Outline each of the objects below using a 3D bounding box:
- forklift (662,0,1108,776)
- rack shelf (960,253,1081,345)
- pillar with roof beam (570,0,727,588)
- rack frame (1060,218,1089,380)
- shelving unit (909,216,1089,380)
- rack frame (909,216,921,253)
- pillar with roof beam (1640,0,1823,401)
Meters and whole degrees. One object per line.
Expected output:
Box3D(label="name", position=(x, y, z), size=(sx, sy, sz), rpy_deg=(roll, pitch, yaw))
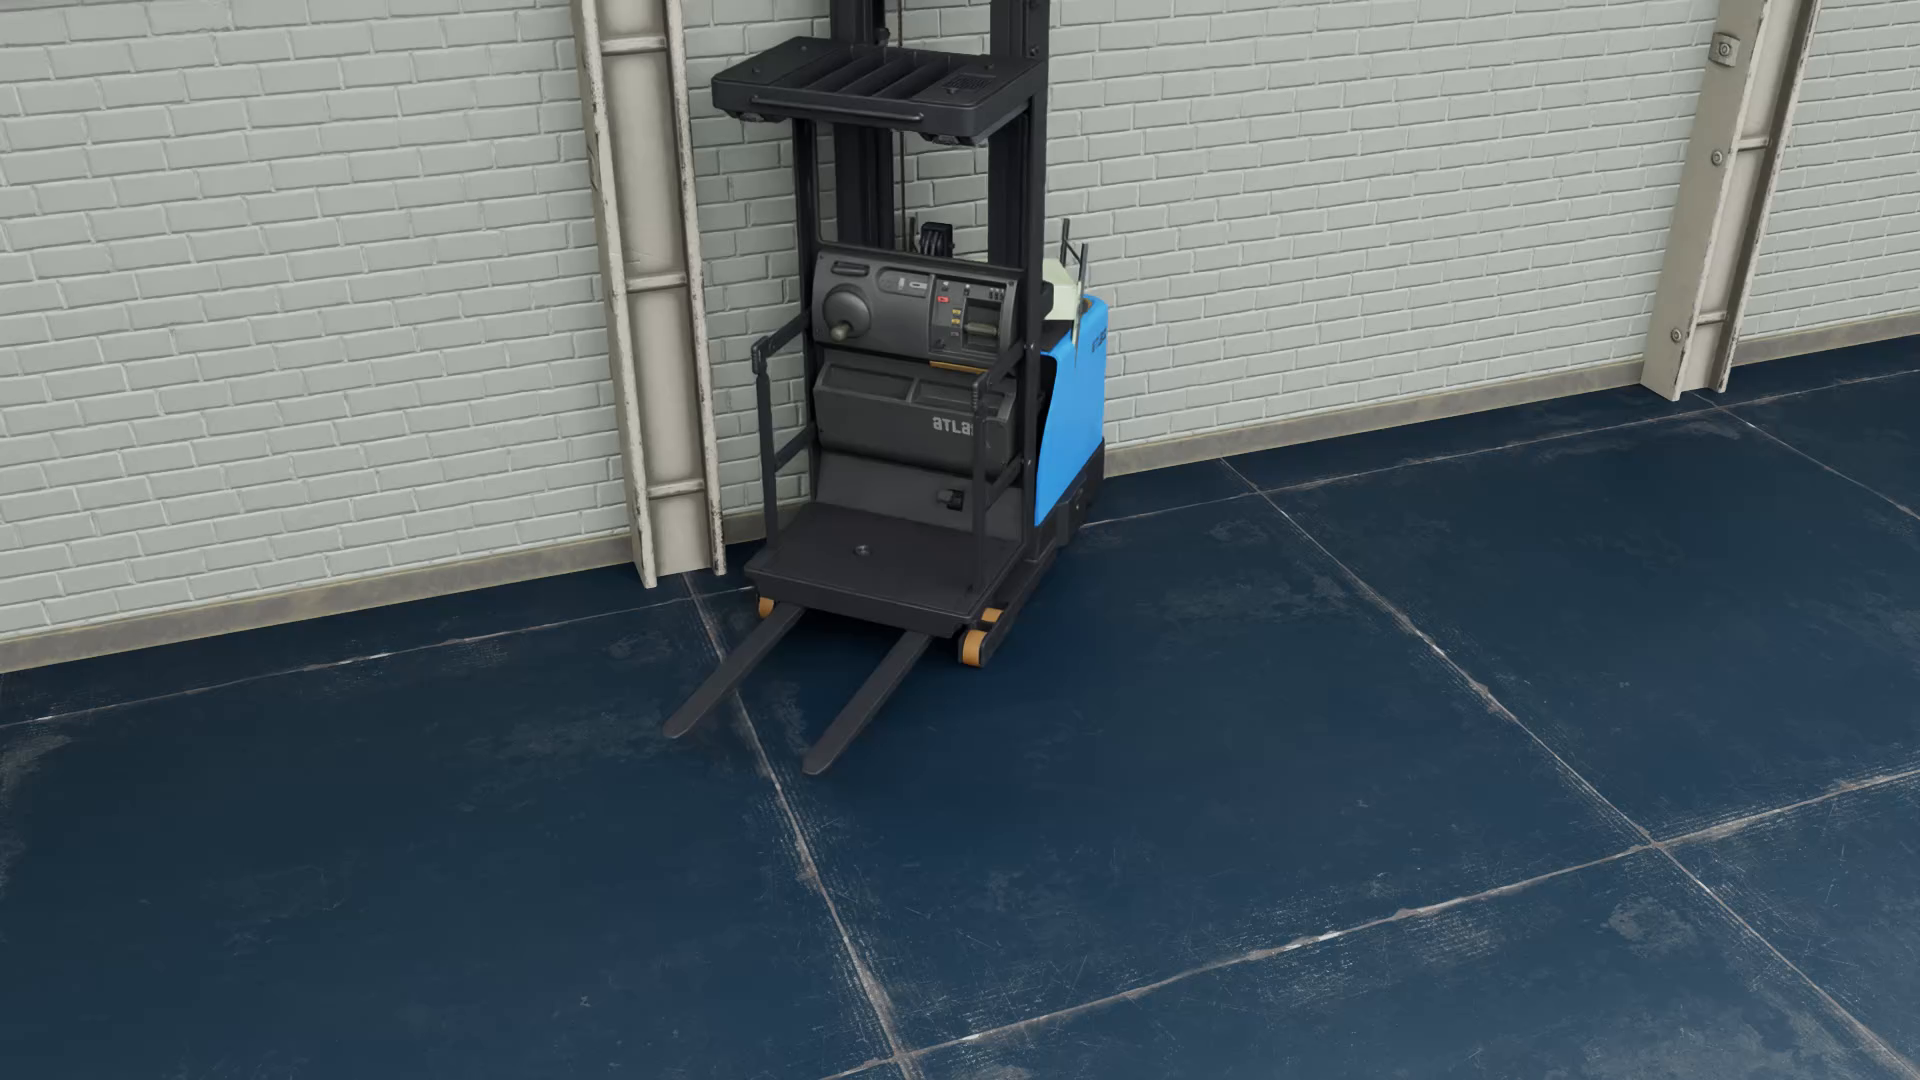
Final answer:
Box3D(label="forklift", position=(-0.281, -0.953, 6.963), size=(1.130, 2.935, 3.031), rpy_deg=(11, 32, 19))
Box3D(label="rack shelf", position=(0.154, -1.103, 7.792), size=(0.720, 0.370, 0.431), rpy_deg=(-2, 28, -11))
Box3D(label="pillar with roof beam", position=(0.147, -1.789, 2.299), size=(0.400, 9.000, 9.100), rpy_deg=(-10, 31, -18))
Box3D(label="rack frame", position=(0.488, -0.768, 8.042), size=(0.023, 1.500, 0.400), rpy_deg=(-2, 28, -11))
Box3D(label="shelving unit", position=(0.128, -0.758, 7.974), size=(0.755, 1.500, 0.431), rpy_deg=(-2, 28, -11))
Box3D(label="rack frame", position=(-0.231, -0.749, 7.905), size=(0.023, 1.500, 0.400), rpy_deg=(-2, 28, -11))
Box3D(label="pillar with roof beam", position=(5.771, -2.825, 4.117), size=(0.400, 9.000, 9.100), rpy_deg=(-10, 31, -18))
